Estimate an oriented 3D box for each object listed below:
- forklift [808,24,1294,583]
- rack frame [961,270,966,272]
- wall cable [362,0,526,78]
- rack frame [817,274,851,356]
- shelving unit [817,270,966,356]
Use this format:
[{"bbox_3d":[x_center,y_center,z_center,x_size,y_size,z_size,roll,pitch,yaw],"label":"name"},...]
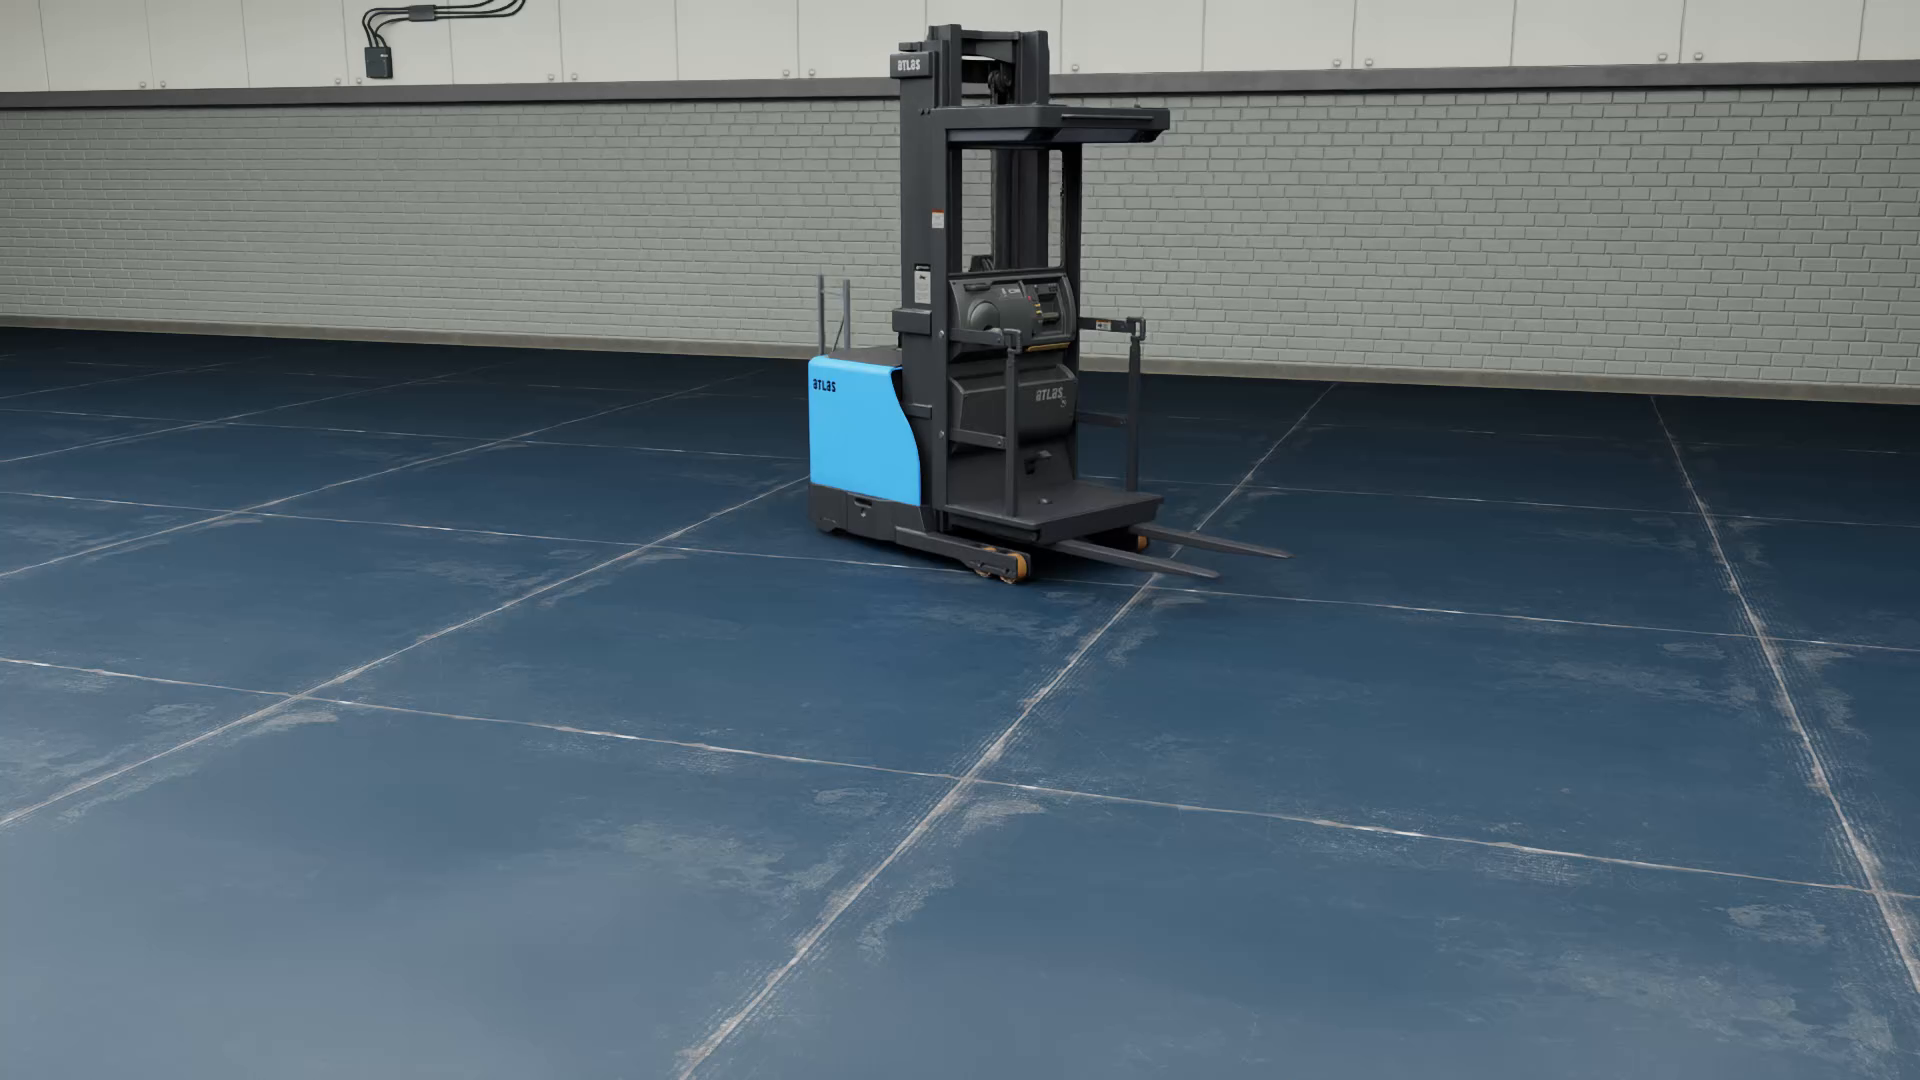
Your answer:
[{"bbox_3d":[0.450,-1.324,9.201,1.130,2.935,3.031,-12,17,-42],"label":"forklift"},{"bbox_3d":[0.113,-1.040,11.172,0.032,1.500,0.500,-6,14,-25],"label":"rack frame"},{"bbox_3d":[-6.060,-8.432,19.066,2.305,6.003,0.169,4,14,18],"label":"wall cable"},{"bbox_3d":[-0.806,-0.943,10.749,0.032,1.500,0.500,-6,14,-25],"label":"rack frame"},{"bbox_3d":[-0.355,-0.990,10.956,1.083,1.500,0.587,-6,14,-25],"label":"shelving unit"}]
